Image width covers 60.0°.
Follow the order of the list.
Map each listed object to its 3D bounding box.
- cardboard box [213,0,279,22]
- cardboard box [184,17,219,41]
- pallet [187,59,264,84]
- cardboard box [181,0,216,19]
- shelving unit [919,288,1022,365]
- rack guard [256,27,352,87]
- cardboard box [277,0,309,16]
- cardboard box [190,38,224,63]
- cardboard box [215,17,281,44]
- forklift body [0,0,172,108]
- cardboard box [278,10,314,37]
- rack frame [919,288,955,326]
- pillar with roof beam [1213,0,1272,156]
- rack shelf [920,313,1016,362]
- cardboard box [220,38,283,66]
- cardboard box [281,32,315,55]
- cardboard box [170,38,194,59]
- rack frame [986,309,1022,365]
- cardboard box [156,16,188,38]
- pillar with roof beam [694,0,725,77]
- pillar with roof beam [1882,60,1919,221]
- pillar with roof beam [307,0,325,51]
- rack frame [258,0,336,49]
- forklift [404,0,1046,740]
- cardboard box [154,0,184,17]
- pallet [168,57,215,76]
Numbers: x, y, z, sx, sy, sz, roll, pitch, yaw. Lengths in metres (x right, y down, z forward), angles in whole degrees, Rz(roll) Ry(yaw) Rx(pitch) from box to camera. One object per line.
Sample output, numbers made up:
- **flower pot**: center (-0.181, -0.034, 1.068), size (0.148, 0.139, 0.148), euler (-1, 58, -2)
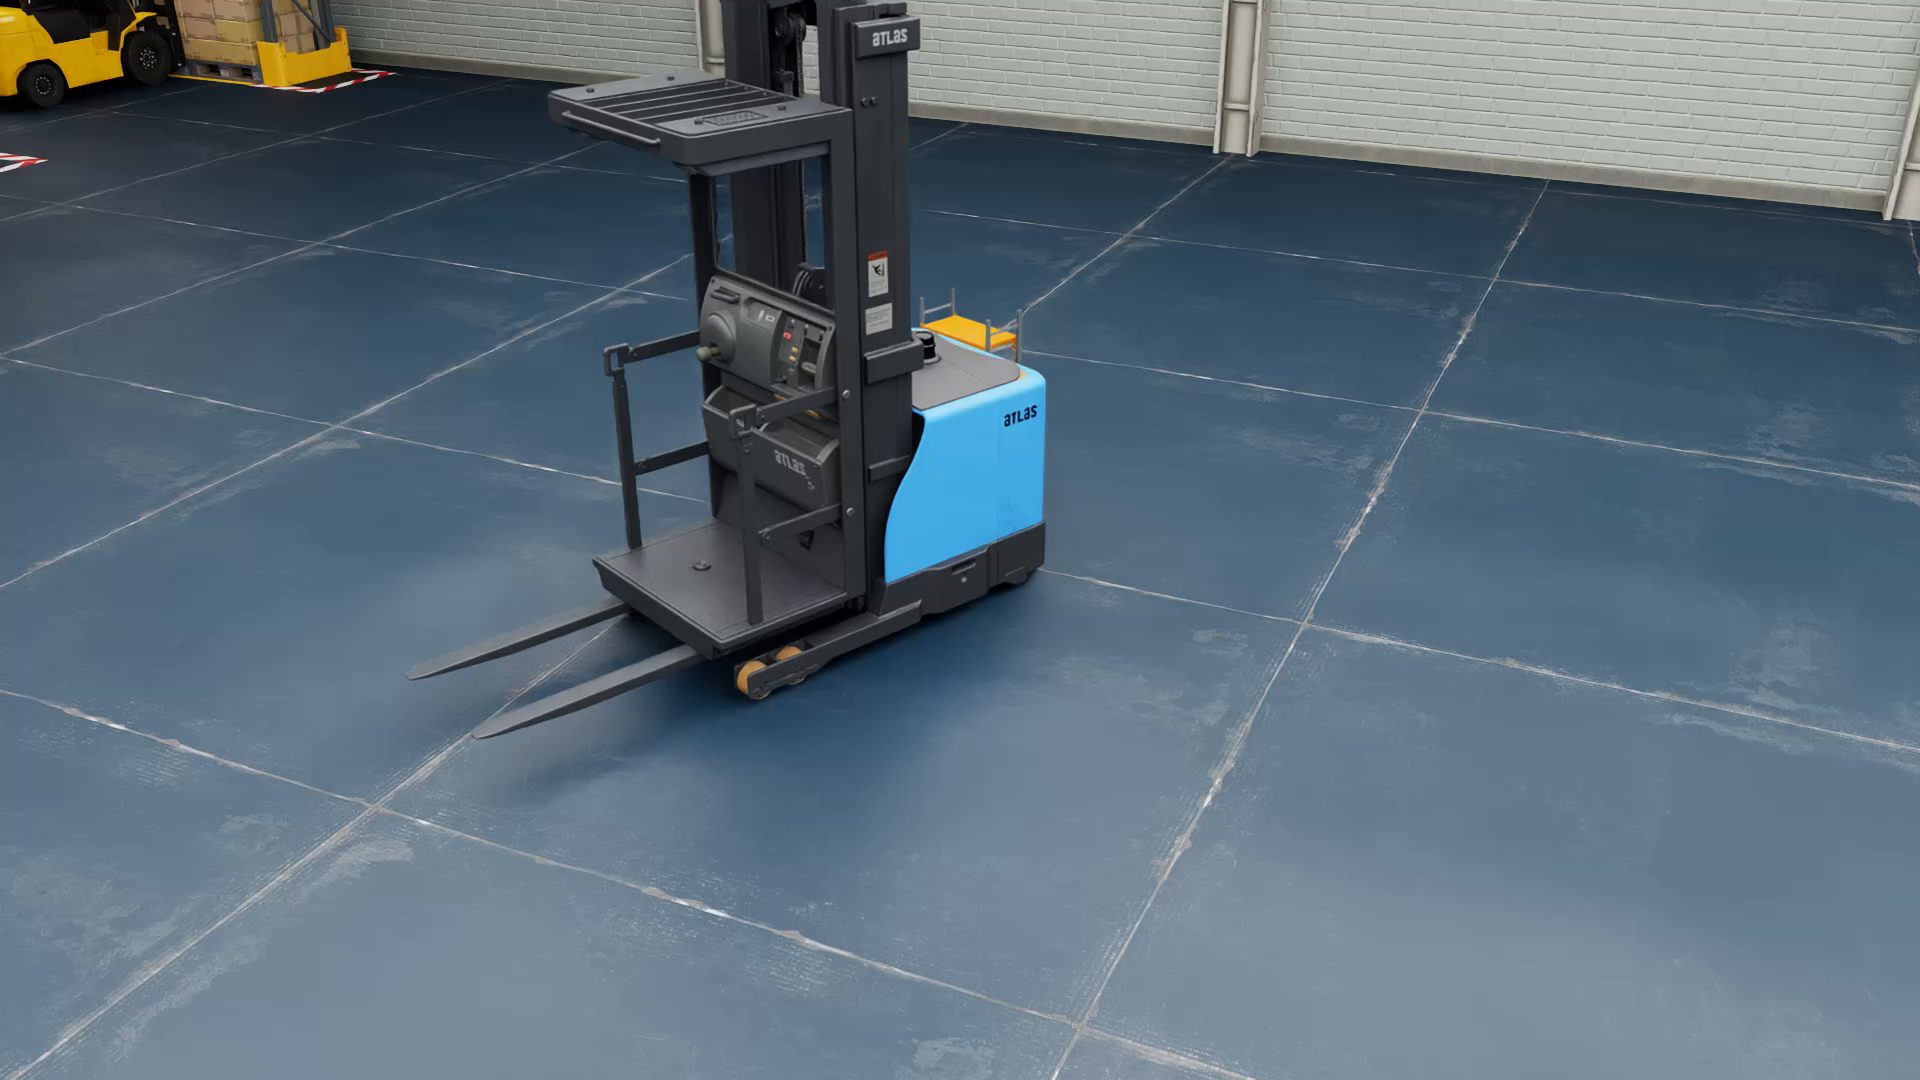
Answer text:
- **cardboard box**: center (-8.443, -6.306, 19.668), size (0.500, 0.250, 0.500), euler (12, 29, 24)
- **cardboard box**: center (-8.920, -6.182, 19.983), size (0.500, 0.250, 0.500), euler (11, 28, 21)
- **pallet**: center (-8.609, -5.816, 20.324), size (1.213, 0.211, 1.003), euler (11, 28, 22)
- **cardboard box**: center (-8.911, -6.397, 19.853), size (0.500, 0.250, 0.500), euler (12, 29, 23)
- **shelving unit**: center (0.050, -0.666, 8.745), size (0.258, 1.200, 0.503), euler (-23, 34, -39)
- **rack guard**: center (-7.873, -5.818, 20.001), size (0.348, 0.500, 1.175), euler (11, 28, 22)
- **cardboard box**: center (-8.254, -6.511, 20.085), size (0.500, 0.250, 0.500), euler (11, 28, 21)
- **cardboard box**: center (-8.902, -5.952, 20.082), size (0.500, 0.250, 0.500), euler (11, 28, 22)
- **cardboard box**: center (-8.468, -6.086, 19.788), size (0.500, 0.250, 0.500), euler (11, 28, 21)
- **forklift body**: center (-10.377, -6.176, 18.860), size (1.214, 2.155, 2.313), euler (11, 28, 22)
- **cardboard box**: center (-8.237, -6.293, 20.206), size (0.500, 0.250, 0.500), euler (12, 29, 23)
- **rack frame**: center (-0.119, -0.744, 8.903), size (0.240, 1.200, 0.015), euler (-23, 34, -39)
- **pillar with roof beam**: center (0.986, -6.200, 11.155), size (0.400, 9.000, 9.100), euler (11, 28, 22)
- **rack shelf**: center (0.050, -1.019, 8.572), size (0.258, 0.148, 0.480), euler (-23, 34, -39)
- **cardboard box**: center (-8.454, -5.858, 19.889), size (0.500, 0.250, 0.500), euler (12, 28, 22)
- **cardboard box**: center (-8.261, -6.067, 20.315), size (0.500, 0.250, 0.500), euler (11, 28, 22)
- **cardboard box**: center (-9.354, -6.047, 20.275), size (0.500, 0.250, 0.500), euler (12, 29, 22)
- **rack frame**: center (0.220, -0.589, 8.588), size (0.240, 1.200, 0.015), euler (-23, 34, -39)
- **cardboard box**: center (-9.398, -6.268, 20.157), size (0.500, 0.250, 0.500), euler (11, 28, 21)
- **pillar with roof beam**: center (-4.476, -7.297, 13.384), size (0.400, 9.000, 9.100), euler (11, 28, 22)
- **pillar with roof beam**: center (6.448, -5.103, 8.927), size (0.400, 9.000, 9.100), euler (11, 28, 22)
- **pillar with roof beam**: center (-9.938, -8.394, 15.612), size (0.400, 9.000, 9.100), euler (11, 28, 22)
- **rack frame**: center (-7.895, -6.944, 19.458), size (0.127, 3.000, 1.000), euler (11, 28, 22)
- **forklift**: center (-1.014, -0.874, 7.206), size (3.031, 2.935, 1.130), euler (-21, 33, -36)
- **cardboard box**: center (-9.374, -6.485, 20.032), size (0.500, 0.250, 0.500), euler (12, 29, 22)
- **pallet**: center (-9.715, -6.040, 20.778), size (1.213, 0.211, 1.003), euler (11, 28, 22)
